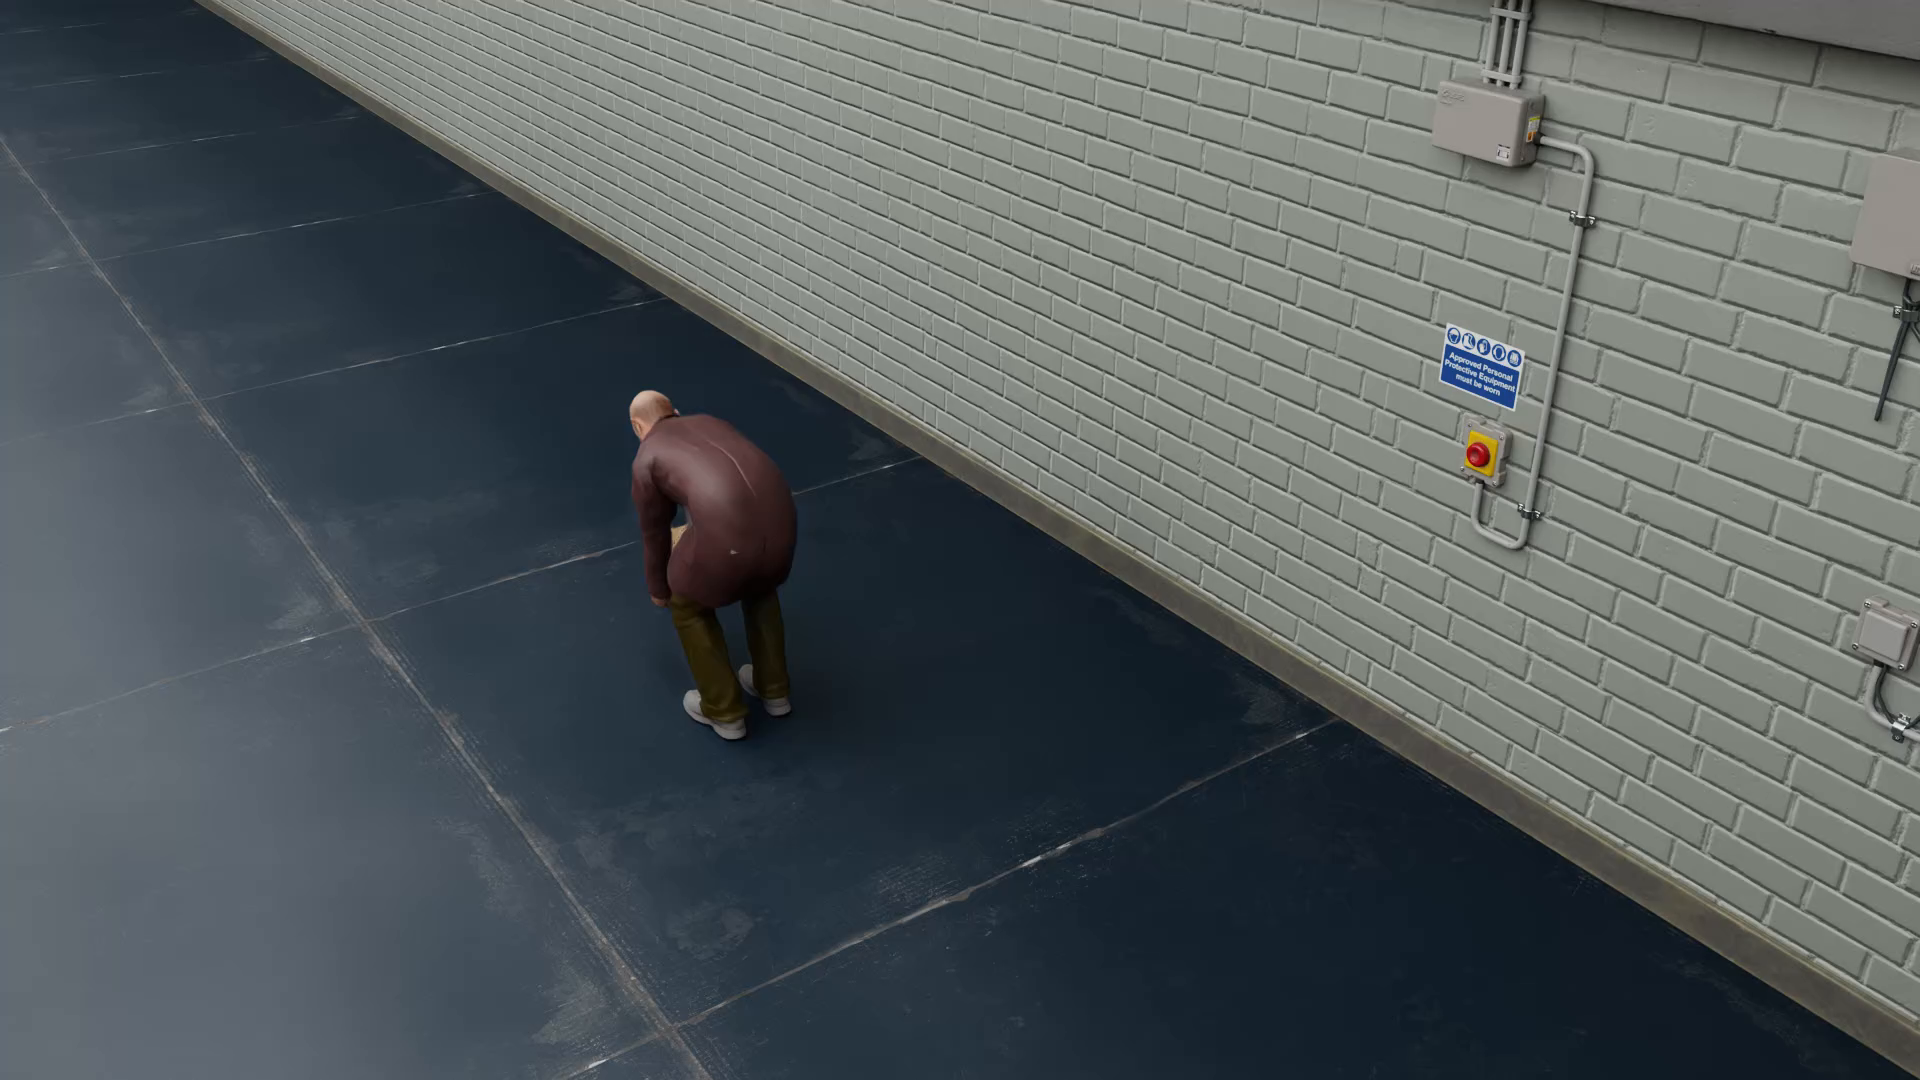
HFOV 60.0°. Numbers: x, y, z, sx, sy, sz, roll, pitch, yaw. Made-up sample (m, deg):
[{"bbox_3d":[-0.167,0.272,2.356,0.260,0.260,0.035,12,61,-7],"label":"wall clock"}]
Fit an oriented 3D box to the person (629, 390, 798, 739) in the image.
[{"bbox_3d":[-1.000,0.094,6.601,0.559,1.176,0.939,-20,34,-32],"label":"person"}]
